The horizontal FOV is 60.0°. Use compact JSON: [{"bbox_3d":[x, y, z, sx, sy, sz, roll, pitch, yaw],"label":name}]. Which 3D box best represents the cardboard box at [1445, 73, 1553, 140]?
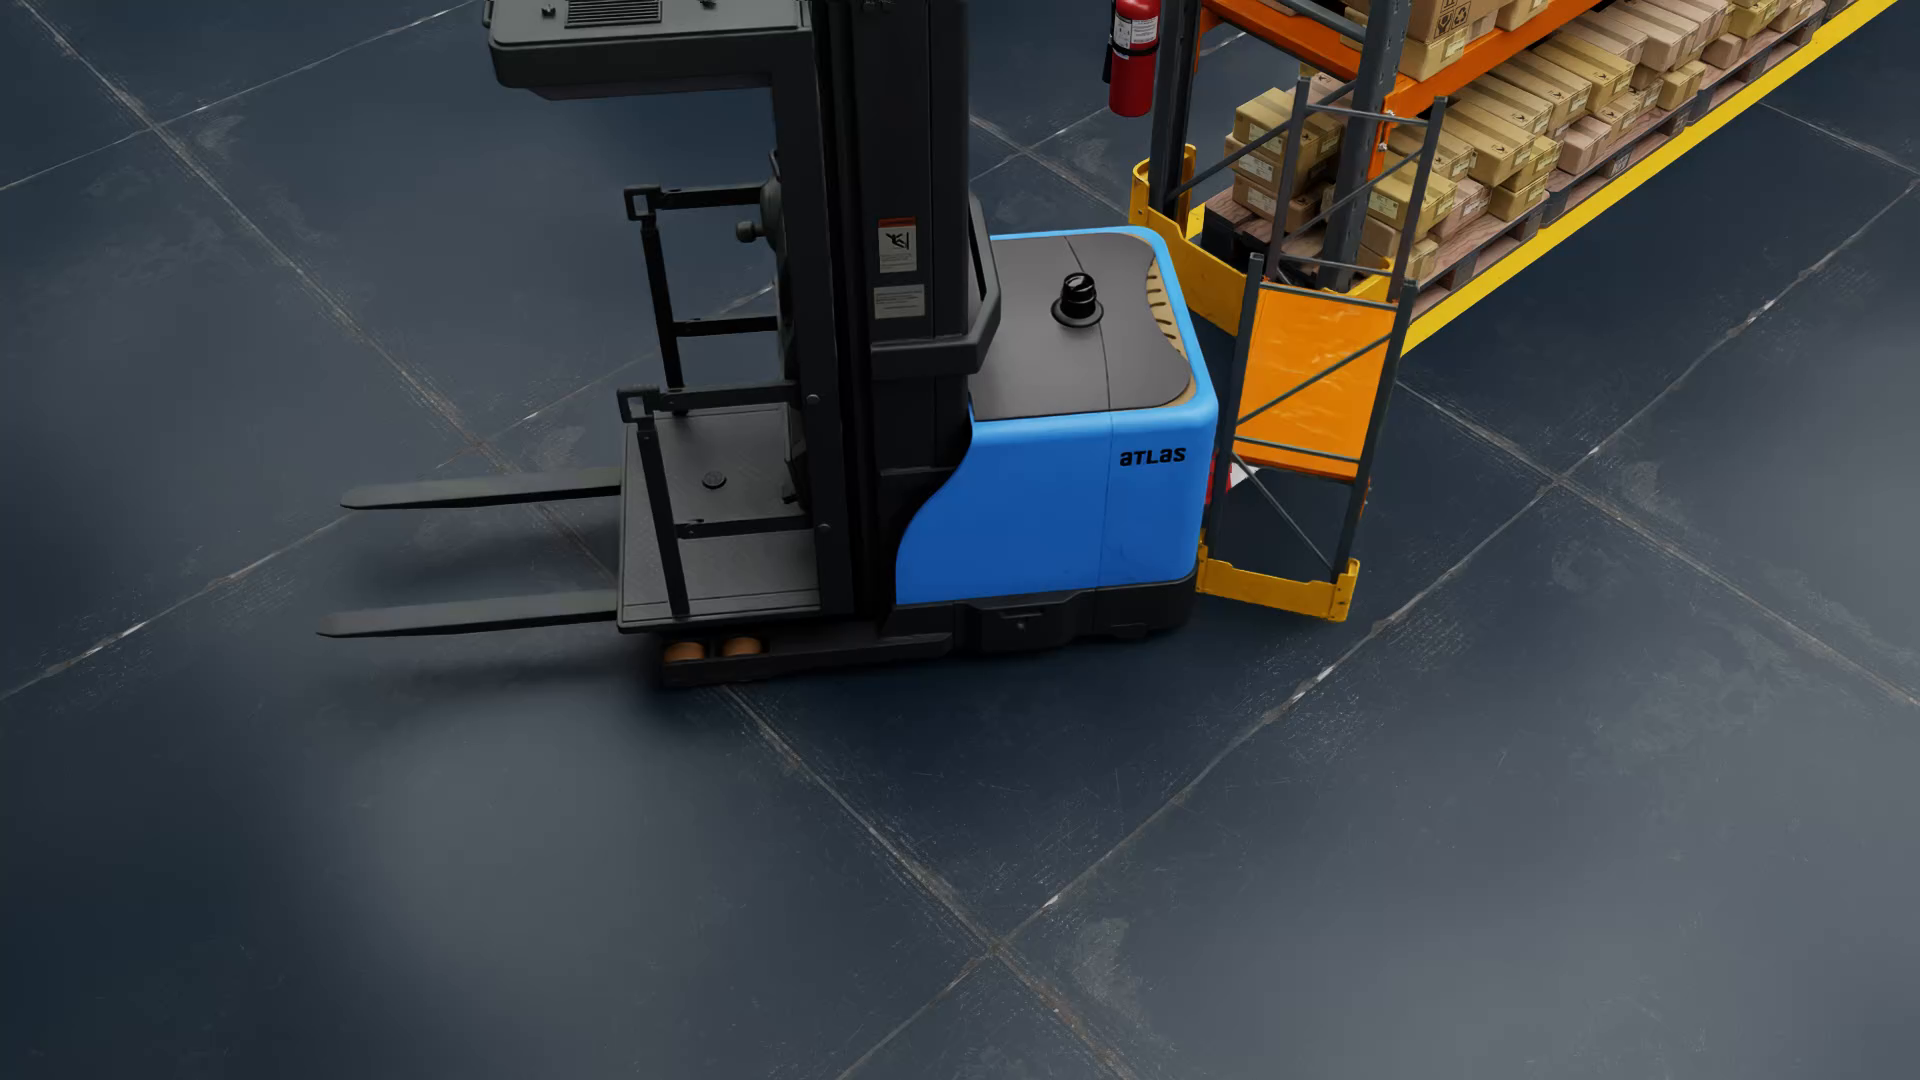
[{"bbox_3d":[2.306,-1.839,7.155,0.380,0.149,0.250,36,57,29],"label":"cardboard box"}]

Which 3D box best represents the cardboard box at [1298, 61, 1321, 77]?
[{"bbox_3d":[1.718,-2.030,7.331,0.250,0.149,0.380,-35,56,-28],"label":"cardboard box"}]

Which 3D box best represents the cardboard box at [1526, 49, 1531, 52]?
[{"bbox_3d":[2.565,-2.276,7.963,0.250,0.149,0.380,-32,55,-26],"label":"cardboard box"}]

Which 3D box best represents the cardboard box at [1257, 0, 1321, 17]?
[{"bbox_3d":[1.217,-2.193,6.403,0.250,0.149,0.380,-34,56,-27],"label":"cardboard box"}]

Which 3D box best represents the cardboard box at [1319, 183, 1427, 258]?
[{"bbox_3d":[1.727,-1.359,6.915,0.250,0.149,0.380,-32,55,-26],"label":"cardboard box"}]

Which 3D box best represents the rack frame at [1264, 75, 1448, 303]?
[{"bbox_3d":[1.392,-1.016,6.167,0.500,1.500,0.032,12,48,11],"label":"rack frame"}]

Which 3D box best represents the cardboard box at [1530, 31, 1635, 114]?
[{"bbox_3d":[2.743,-2.076,7.374,0.250,0.149,0.380,-33,55,-27],"label":"cardboard box"}]

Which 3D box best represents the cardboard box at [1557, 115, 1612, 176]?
[{"bbox_3d":[2.717,-1.845,7.565,0.380,0.149,0.250,36,57,29],"label":"cardboard box"}]

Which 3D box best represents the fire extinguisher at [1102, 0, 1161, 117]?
[{"bbox_3d":[0.669,-1.937,6.302,0.183,0.674,0.296,-34,56,-27],"label":"fire extinguisher"}]

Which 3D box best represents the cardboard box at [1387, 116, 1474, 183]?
[{"bbox_3d":[1.906,-1.617,6.950,0.250,0.149,0.380,-33,55,-27],"label":"cardboard box"}]

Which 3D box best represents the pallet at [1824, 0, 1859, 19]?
[{"bbox_3d":[4.701,-3.381,9.226,1.213,0.211,1.003,-34,56,-27],"label":"pallet"}]

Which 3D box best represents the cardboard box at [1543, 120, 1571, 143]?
[{"bbox_3d":[2.484,-1.884,7.399,0.380,0.149,0.250,36,57,29],"label":"cardboard box"}]

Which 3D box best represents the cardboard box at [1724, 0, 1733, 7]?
[{"bbox_3d":[3.451,-2.640,7.894,0.250,0.149,0.380,-32,55,-26],"label":"cardboard box"}]

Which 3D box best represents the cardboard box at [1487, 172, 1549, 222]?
[{"bbox_3d":[2.350,-1.591,7.331,0.250,0.149,0.380,-33,55,-27],"label":"cardboard box"}]

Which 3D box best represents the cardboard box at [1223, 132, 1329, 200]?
[{"bbox_3d":[1.365,-1.656,7.188,0.250,0.149,0.380,-35,56,-28],"label":"cardboard box"}]

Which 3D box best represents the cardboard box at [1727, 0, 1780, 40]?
[{"bbox_3d":[3.728,-2.606,8.065,0.250,0.149,0.380,-36,57,-28],"label":"cardboard box"}]

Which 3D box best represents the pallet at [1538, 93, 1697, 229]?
[{"bbox_3d":[2.750,-2.038,7.986,1.213,0.211,1.003,-34,56,-27],"label":"pallet"}]

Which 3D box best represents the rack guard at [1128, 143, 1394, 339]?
[{"bbox_3d":[1.223,-1.153,6.974,0.348,0.500,1.175,-34,56,-27],"label":"rack guard"}]

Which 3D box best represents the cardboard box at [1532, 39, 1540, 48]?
[{"bbox_3d":[2.709,-2.553,8.016,0.250,0.149,0.380,-34,56,-27],"label":"cardboard box"}]

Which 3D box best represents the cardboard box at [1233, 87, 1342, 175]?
[{"bbox_3d":[1.387,-1.740,7.064,0.250,0.149,0.380,-33,55,-27],"label":"cardboard box"}]

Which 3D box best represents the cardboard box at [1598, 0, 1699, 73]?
[{"bbox_3d":[3.122,-2.316,7.595,0.250,0.149,0.380,-36,57,-28],"label":"cardboard box"}]

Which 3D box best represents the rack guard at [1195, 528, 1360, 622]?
[{"bbox_3d":[1.114,0.125,5.965,0.587,0.250,0.087,12,48,11],"label":"rack guard"}]

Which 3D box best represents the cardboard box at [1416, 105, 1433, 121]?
[{"bbox_3d":[2.016,-1.991,7.497,0.250,0.149,0.380,-34,56,-28],"label":"cardboard box"}]

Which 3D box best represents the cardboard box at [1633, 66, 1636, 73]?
[{"bbox_3d":[2.863,-2.168,7.661,0.250,0.149,0.380,-31,55,-26],"label":"cardboard box"}]

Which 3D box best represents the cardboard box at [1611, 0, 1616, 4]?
[{"bbox_3d":[3.158,-2.766,8.213,0.380,0.149,0.250,36,57,29],"label":"cardboard box"}]

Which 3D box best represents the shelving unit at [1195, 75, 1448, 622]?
[{"bbox_3d":[1.250,-0.651,5.830,0.587,1.500,1.083,12,48,11],"label":"shelving unit"}]

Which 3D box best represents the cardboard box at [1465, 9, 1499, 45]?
[{"bbox_3d":[1.787,-2.008,6.233,0.250,0.149,0.380,-32,55,-26],"label":"cardboard box"}]

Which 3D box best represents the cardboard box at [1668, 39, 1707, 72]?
[{"bbox_3d":[3.301,-2.399,7.874,0.250,0.149,0.380,-32,55,-26],"label":"cardboard box"}]

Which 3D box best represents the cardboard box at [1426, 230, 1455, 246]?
[{"bbox_3d":[1.908,-1.398,7.153,0.250,0.149,0.380,-34,56,-27],"label":"cardboard box"}]

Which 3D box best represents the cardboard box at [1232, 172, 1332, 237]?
[{"bbox_3d":[1.415,-1.512,7.259,0.250,0.149,0.380,-33,55,-27],"label":"cardboard box"}]

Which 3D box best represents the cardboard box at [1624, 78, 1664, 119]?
[{"bbox_3d":[3.061,-2.133,7.831,0.250,0.149,0.380,-33,55,-27],"label":"cardboard box"}]

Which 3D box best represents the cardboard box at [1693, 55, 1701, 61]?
[{"bbox_3d":[3.388,-2.424,8.100,0.250,0.149,0.380,-35,56,-28],"label":"cardboard box"}]

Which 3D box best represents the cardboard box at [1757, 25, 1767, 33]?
[{"bbox_3d":[3.816,-2.654,8.312,0.250,0.149,0.380,-32,55,-26],"label":"cardboard box"}]

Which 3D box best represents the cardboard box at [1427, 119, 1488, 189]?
[{"bbox_3d":[2.089,-1.633,7.167,0.250,0.149,0.380,-33,55,-27],"label":"cardboard box"}]

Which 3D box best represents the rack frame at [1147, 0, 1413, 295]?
[{"bbox_3d":[1.166,-1.963,6.020,0.127,3.000,1.000,-34,56,-27],"label":"rack frame"}]

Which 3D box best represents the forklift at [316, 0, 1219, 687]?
[{"bbox_3d":[-0.725,-0.898,5.084,3.031,2.935,1.130,-5,47,-5],"label":"forklift"}]
